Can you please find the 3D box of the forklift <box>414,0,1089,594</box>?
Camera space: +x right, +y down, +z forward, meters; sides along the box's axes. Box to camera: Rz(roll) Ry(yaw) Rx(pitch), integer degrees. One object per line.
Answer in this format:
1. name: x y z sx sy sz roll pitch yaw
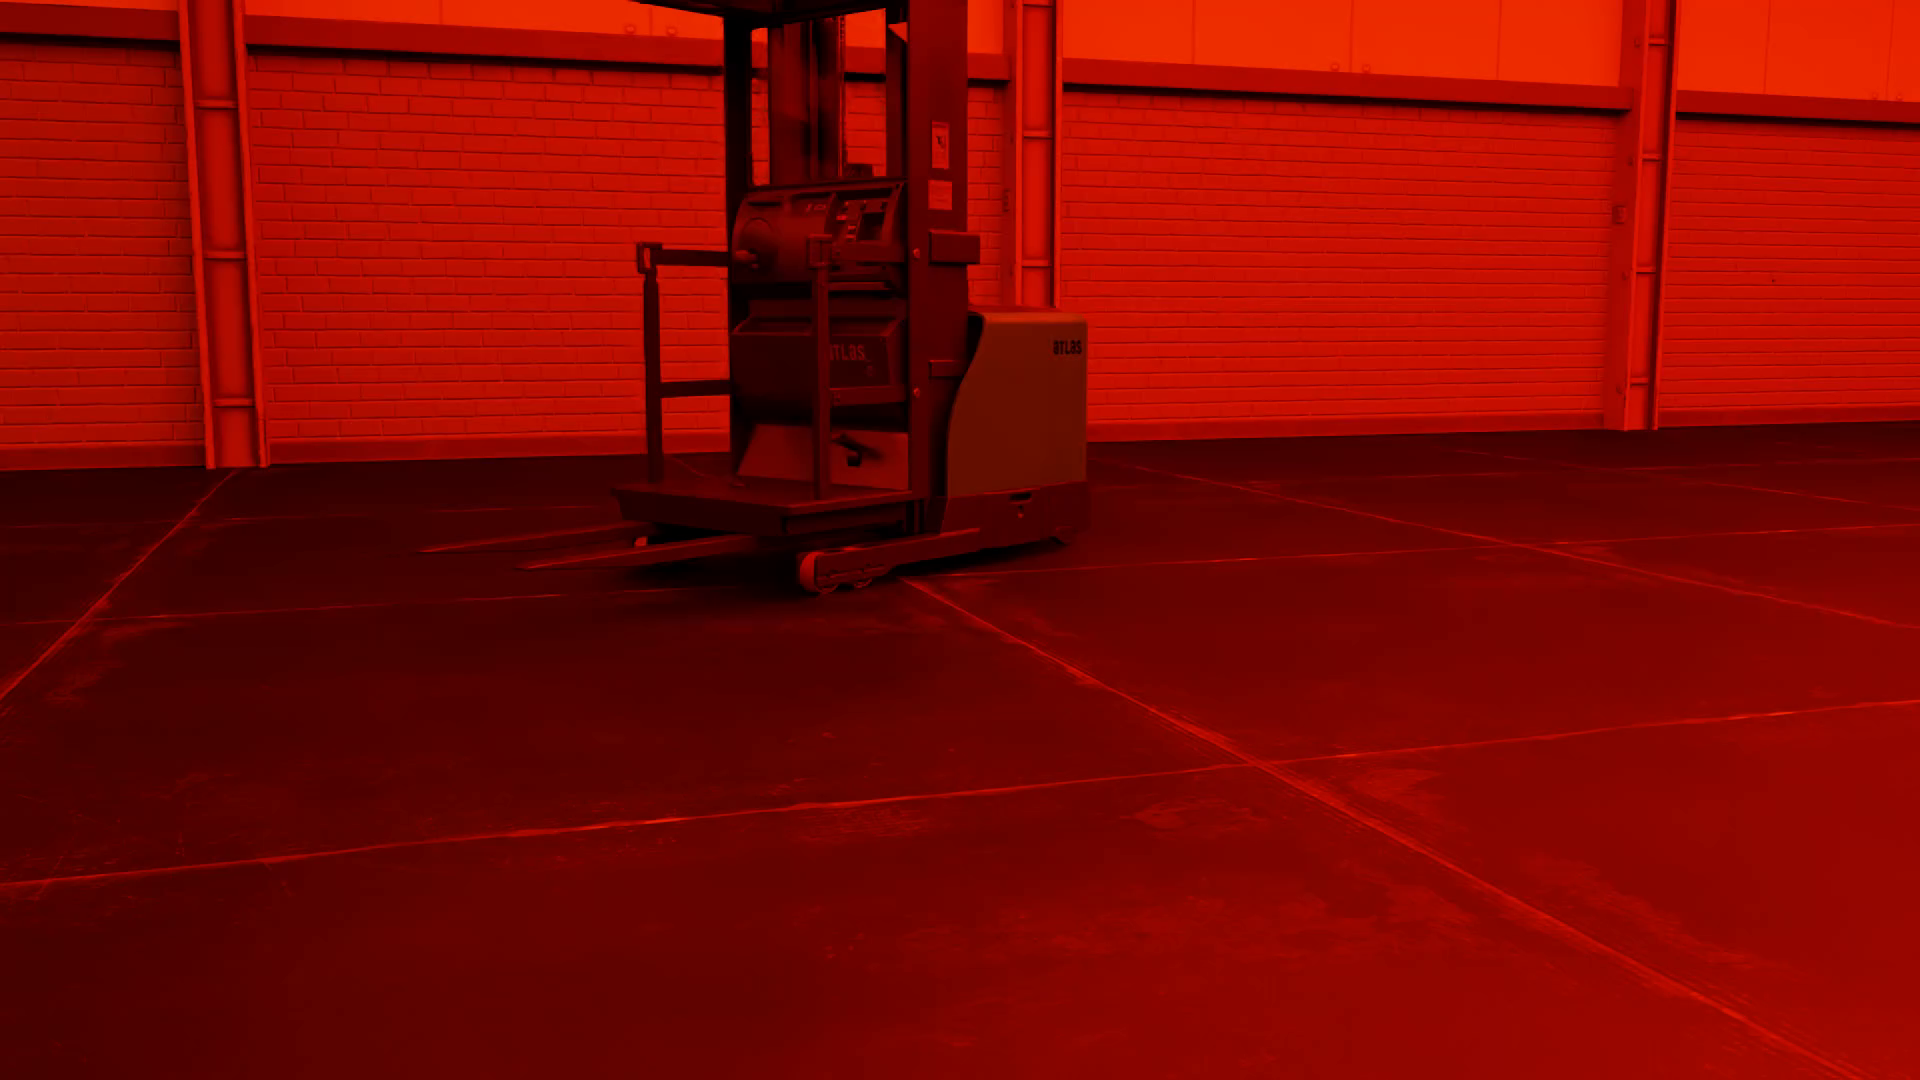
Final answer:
1. forklift: -0.736 -1.319 6.745 1.130 2.935 3.031 6 10 40
